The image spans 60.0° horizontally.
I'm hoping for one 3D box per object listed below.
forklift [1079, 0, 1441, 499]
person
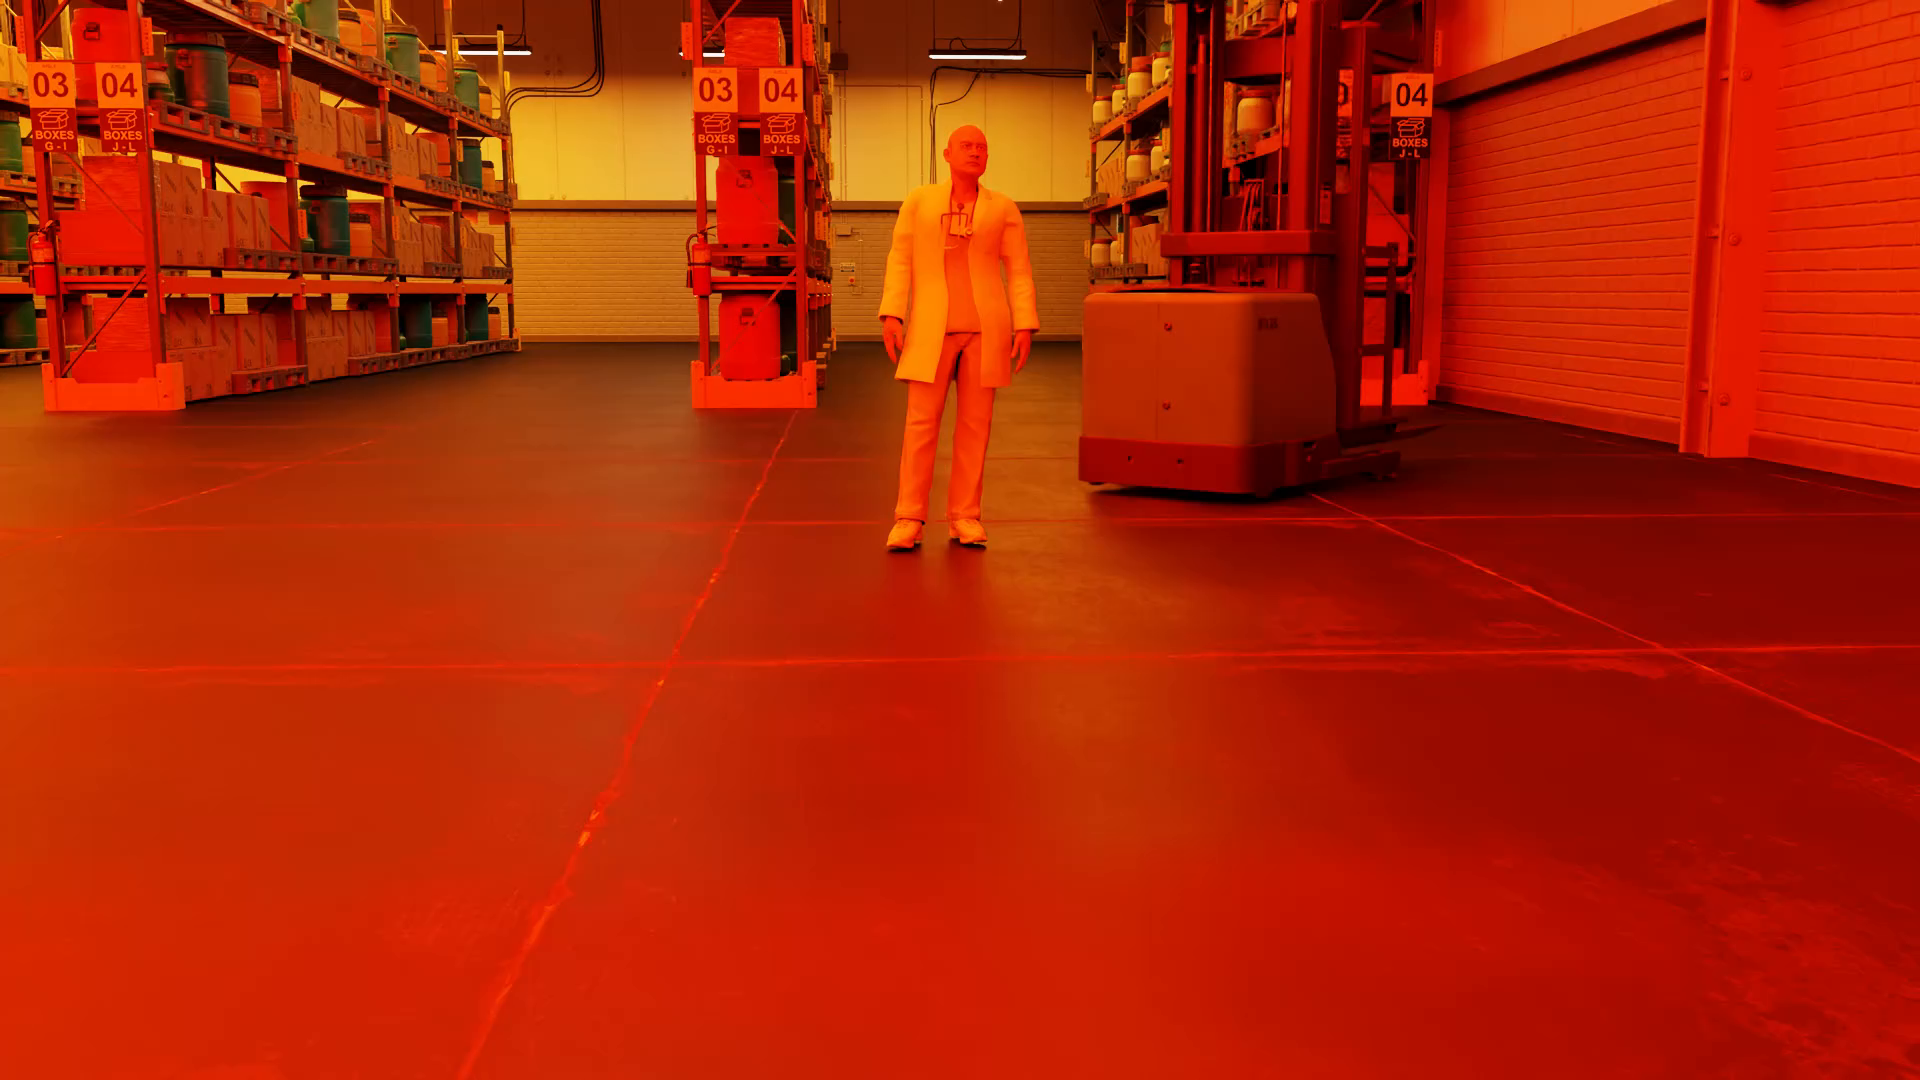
[{"bbox_3d":[1.941,-1.830,9.654,1.130,2.935,3.031,6,11,37],"label":"forklift"},{"bbox_3d":[0.001,-0.873,7.089,0.694,1.776,0.581,-1,8,-4],"label":"person"}]
